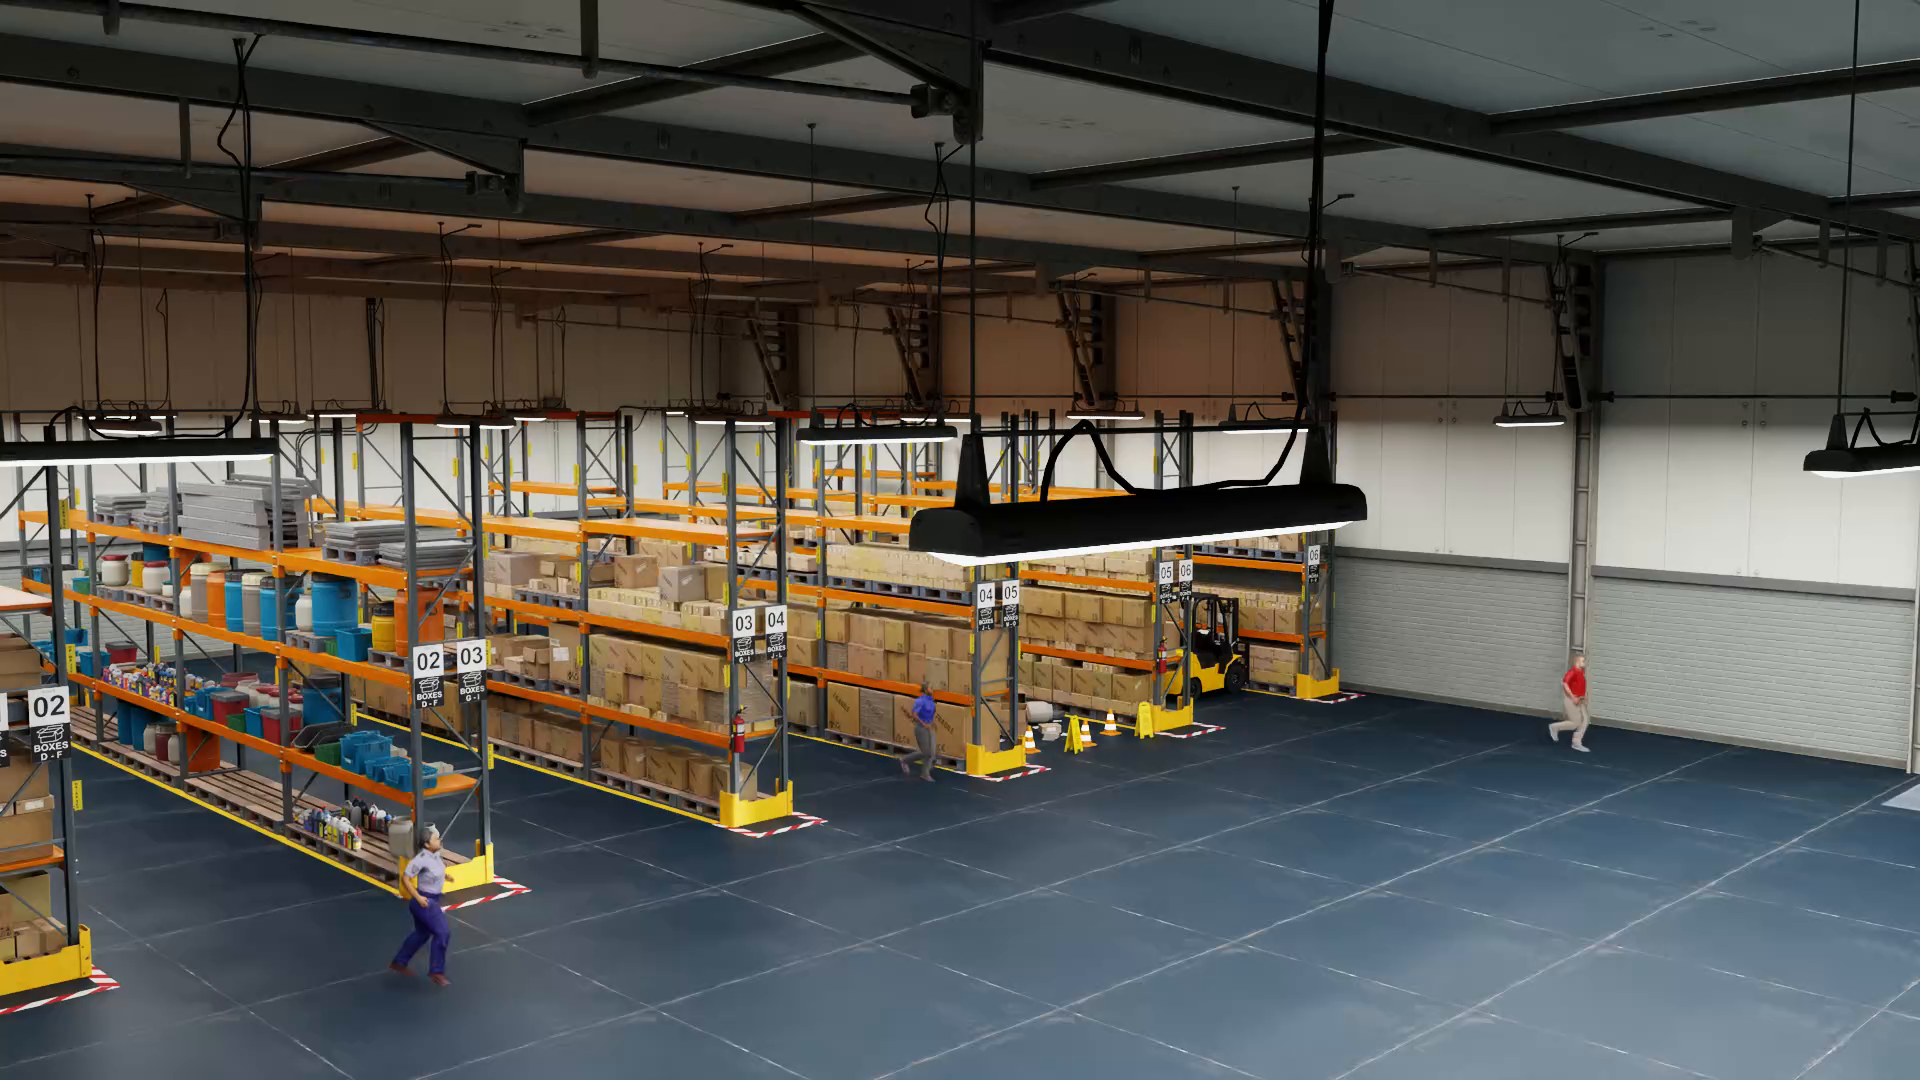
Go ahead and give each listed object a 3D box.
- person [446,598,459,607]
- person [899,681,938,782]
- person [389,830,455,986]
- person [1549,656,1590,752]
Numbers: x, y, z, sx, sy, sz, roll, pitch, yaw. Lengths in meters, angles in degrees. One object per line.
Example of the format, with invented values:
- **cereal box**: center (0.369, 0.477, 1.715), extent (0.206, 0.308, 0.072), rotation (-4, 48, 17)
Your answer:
- **person**: center (-11.950, 2.116, 38.887), extent (0.714, 1.676, 0.914), rotation (1, 5, 10)
- **person**: center (-0.628, 3.160, 27.552), extent (0.642, 1.650, 0.591), rotation (3, 6, 28)
- **person**: center (-5.819, 3.984, 17.950), extent (0.704, 1.697, 0.627), rotation (-1, 5, -9)
- **person**: center (10.974, 2.912, 29.839), extent (0.714, 1.702, 0.685), rotation (3, 6, 35)
